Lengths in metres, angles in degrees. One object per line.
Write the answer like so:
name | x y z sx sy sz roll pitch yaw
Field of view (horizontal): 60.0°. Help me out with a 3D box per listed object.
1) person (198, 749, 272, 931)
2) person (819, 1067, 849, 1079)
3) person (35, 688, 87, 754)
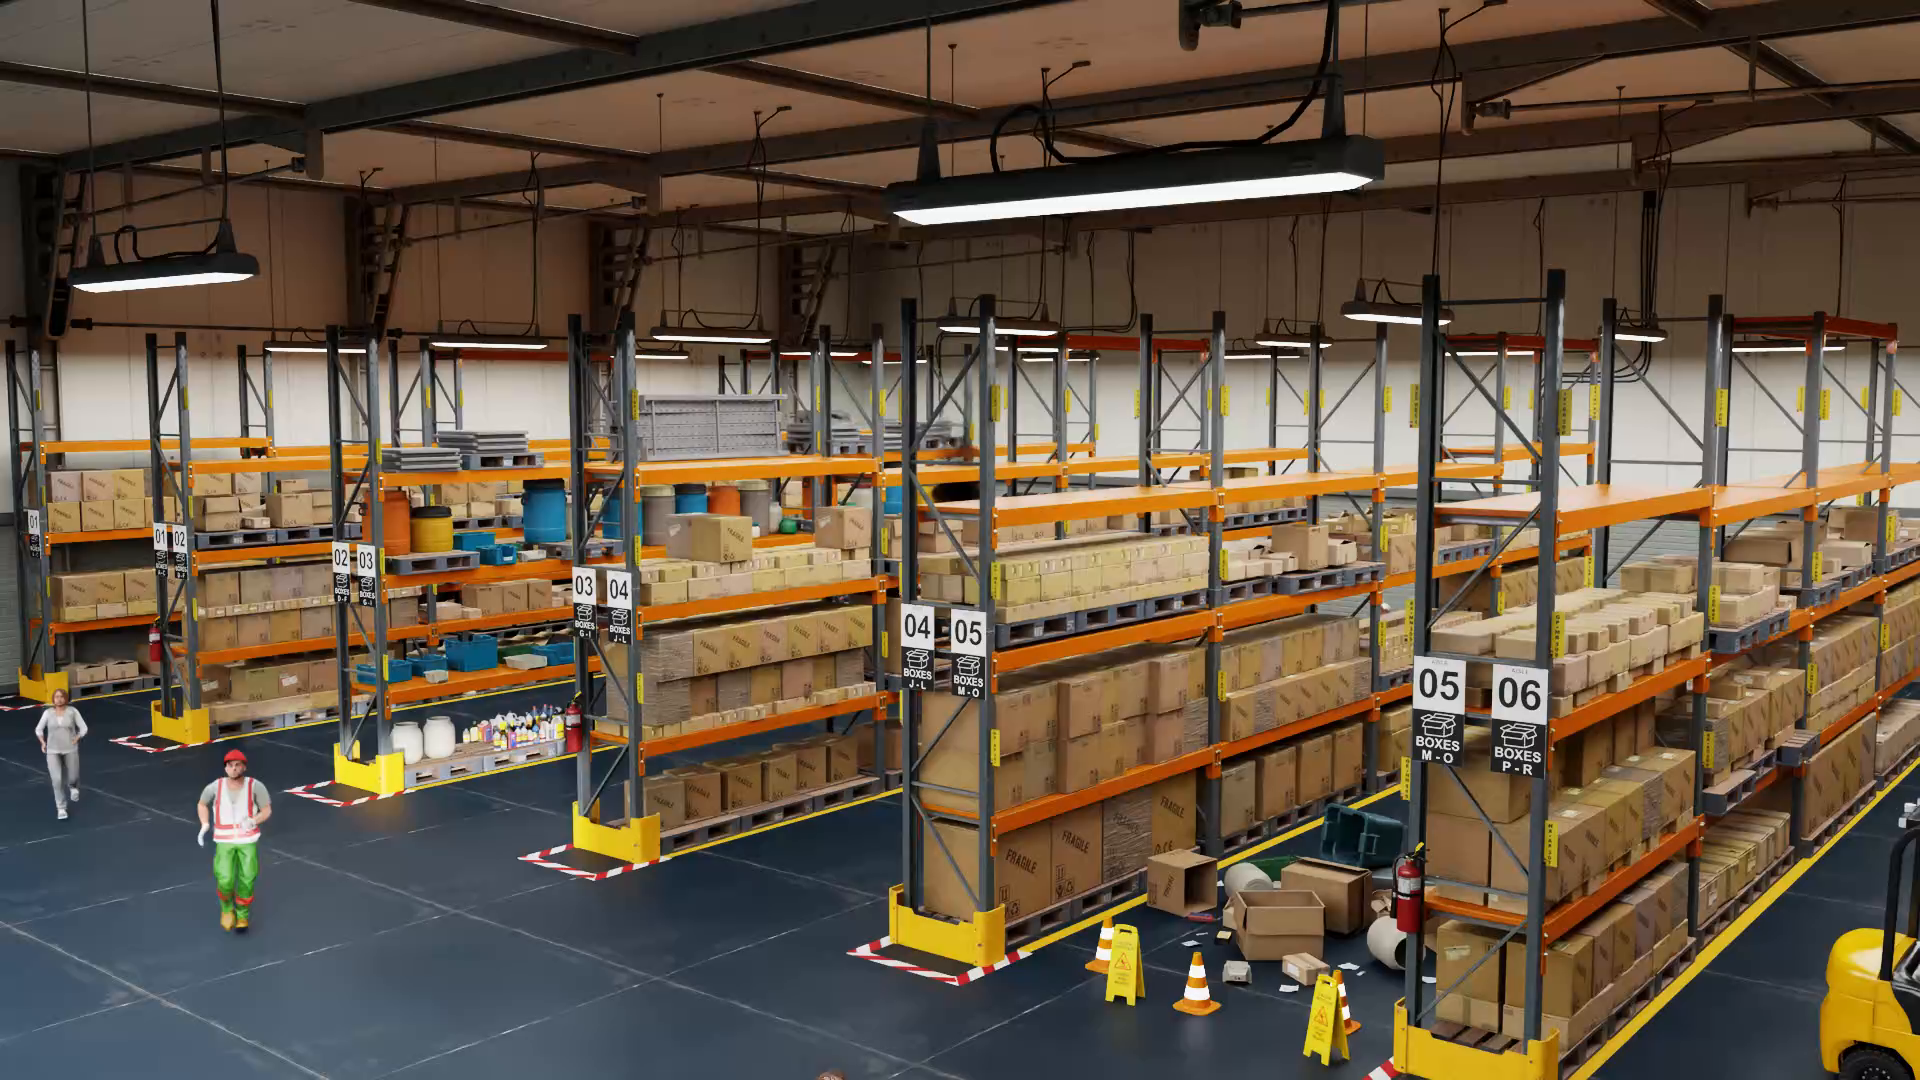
person | -5.706 2.254 22.458 8.124 1.742 12.113 -2 6 -23
person | -0.661 3.556 8.593 0.536 1.640 0.649 -1 5 -15
person | -10.887 2.216 20.110 0.567 0.786 0.428 -2 6 -25
